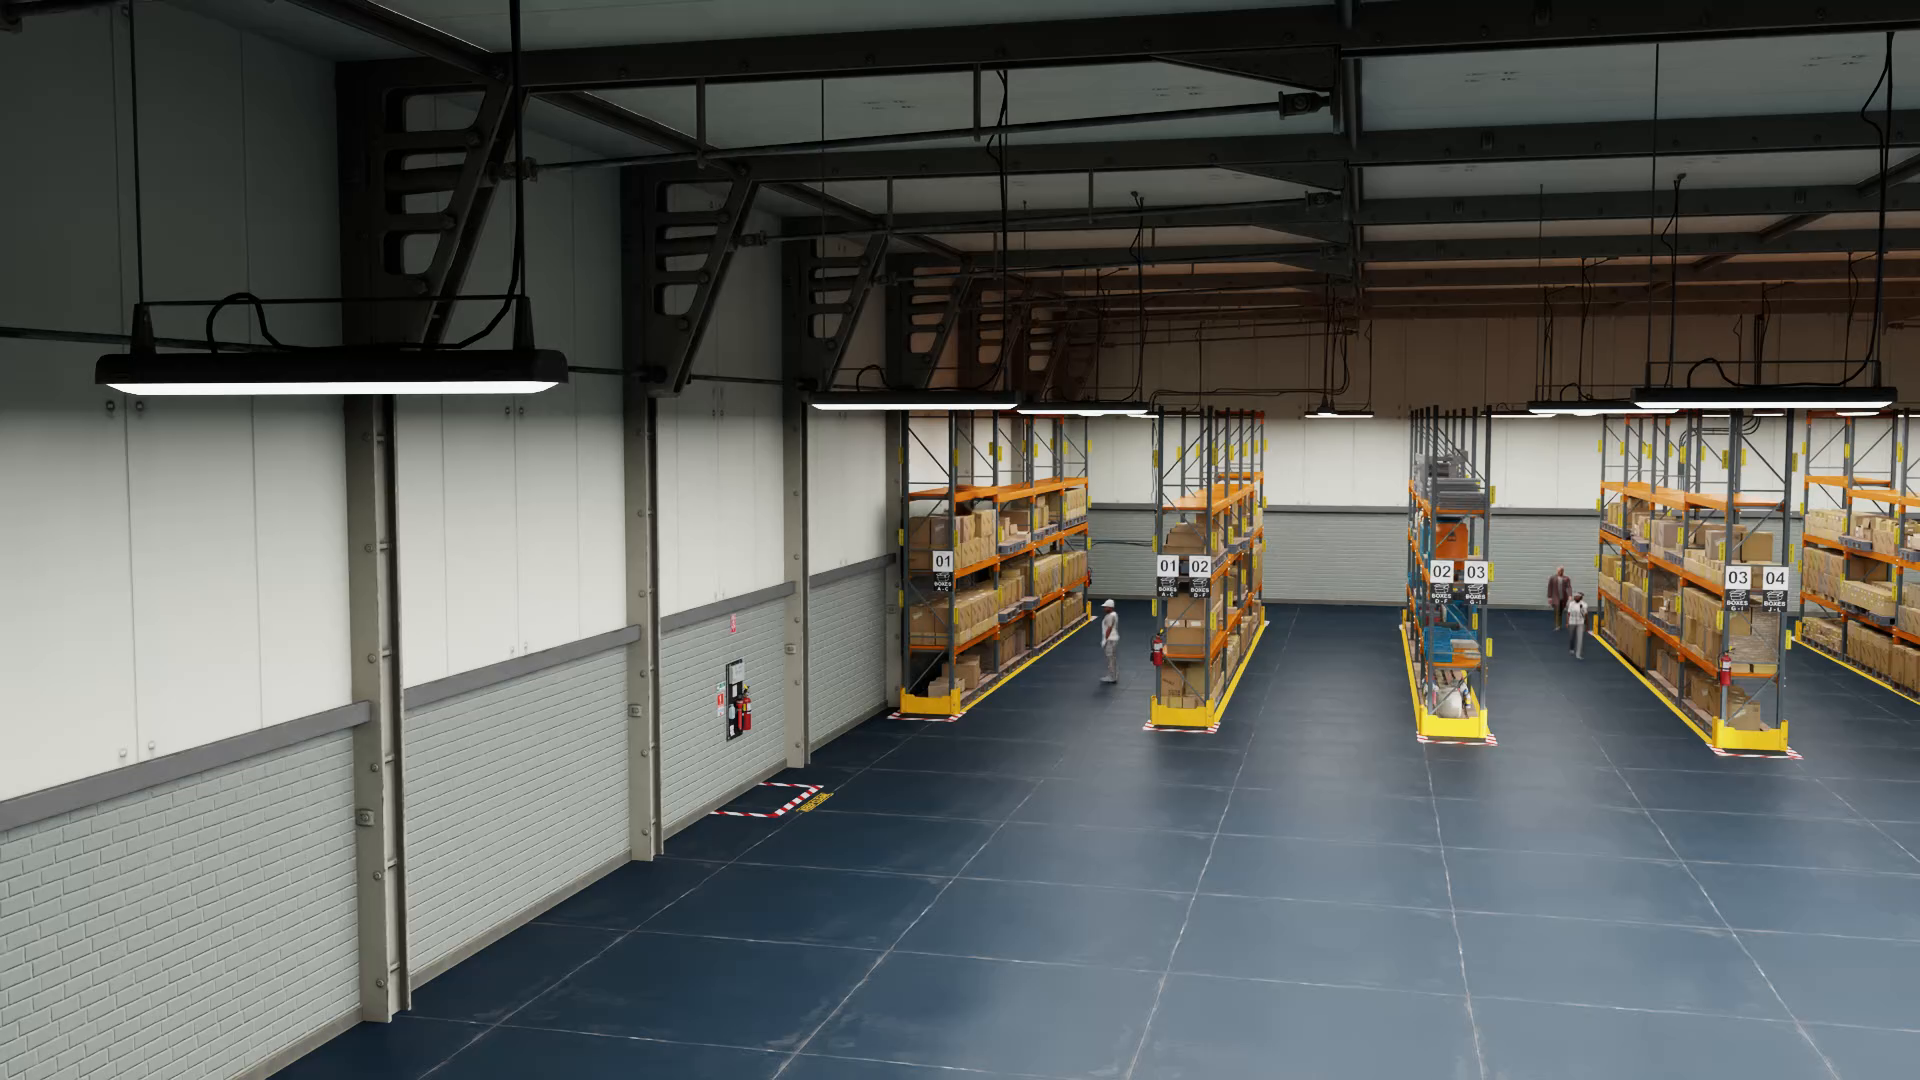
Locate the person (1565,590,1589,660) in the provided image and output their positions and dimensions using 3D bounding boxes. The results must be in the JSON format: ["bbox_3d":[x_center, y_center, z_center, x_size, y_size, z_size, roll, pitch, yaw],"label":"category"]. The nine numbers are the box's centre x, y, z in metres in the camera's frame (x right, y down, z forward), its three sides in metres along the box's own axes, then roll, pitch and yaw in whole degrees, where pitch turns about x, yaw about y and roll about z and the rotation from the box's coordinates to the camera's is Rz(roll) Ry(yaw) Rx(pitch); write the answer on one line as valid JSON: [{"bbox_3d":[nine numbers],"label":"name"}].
[{"bbox_3d":[14.880,2.028,40.067,0.548,1.642,0.928,1,4,20],"label":"person"}]

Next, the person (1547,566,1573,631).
[{"bbox_3d":[16.320,1.587,45.236,0.612,1.743,0.981,0,4,-4],"label":"person"}]

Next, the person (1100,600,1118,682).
[{"bbox_3d":[3.269,2.210,36.427,0.380,1.803,0.571,1,4,13],"label":"person"}]
